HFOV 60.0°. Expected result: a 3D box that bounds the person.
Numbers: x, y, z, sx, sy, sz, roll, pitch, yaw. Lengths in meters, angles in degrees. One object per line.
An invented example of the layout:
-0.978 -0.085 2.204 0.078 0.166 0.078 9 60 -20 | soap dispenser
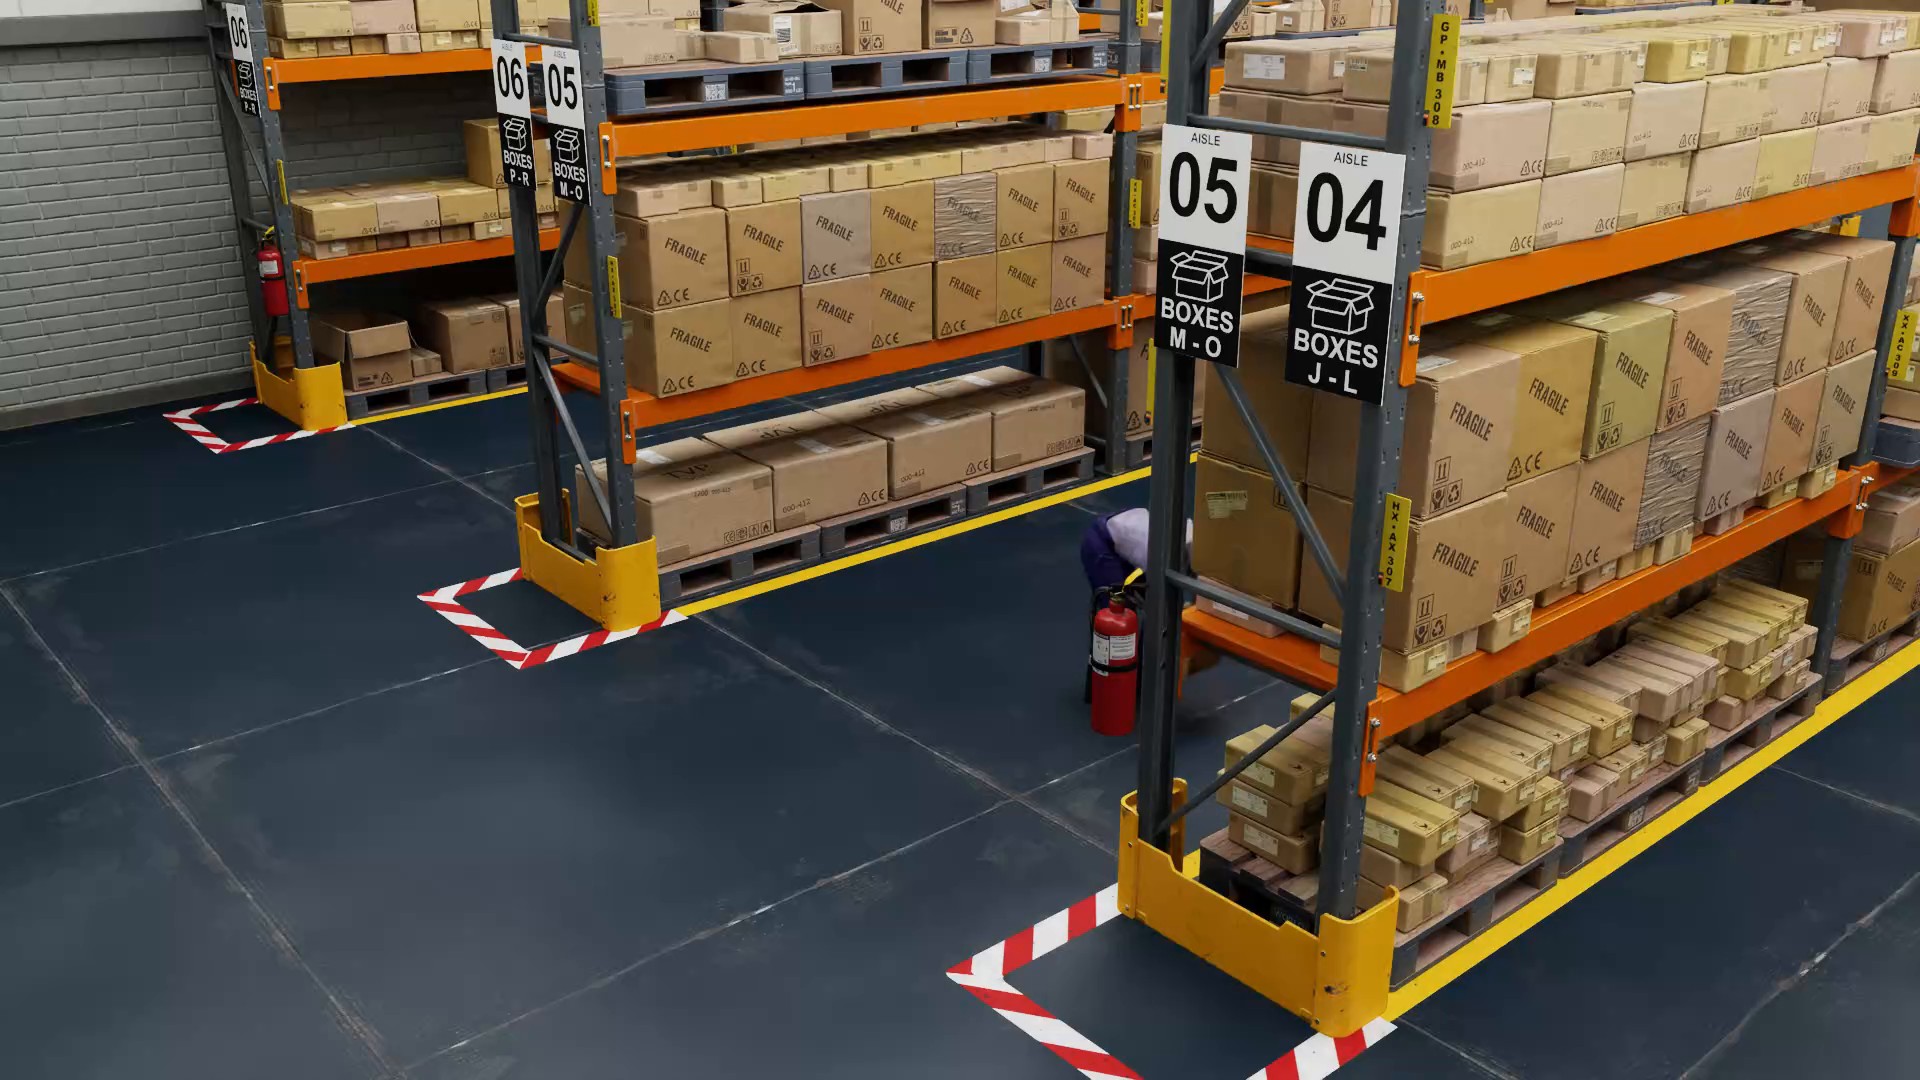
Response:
1.022 0.371 8.484 0.462 1.046 0.904 -18 28 -39 | person
